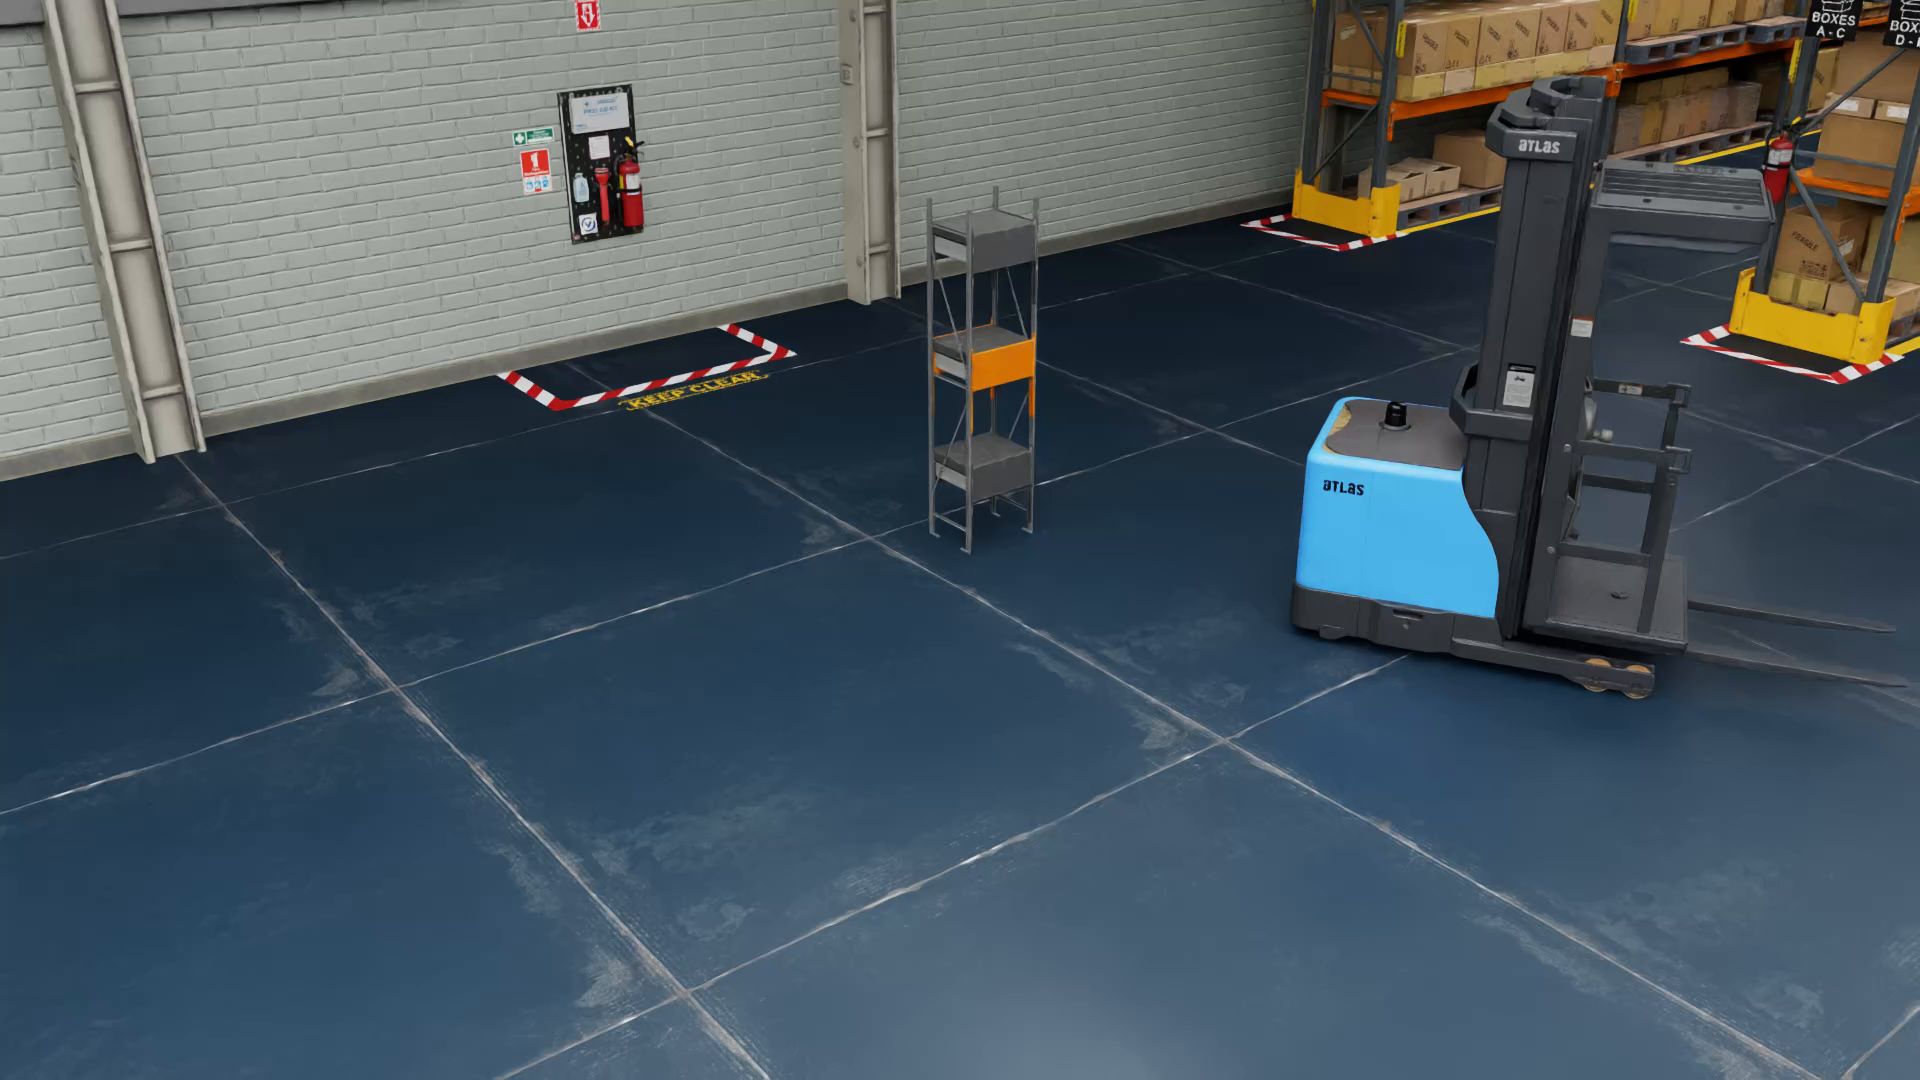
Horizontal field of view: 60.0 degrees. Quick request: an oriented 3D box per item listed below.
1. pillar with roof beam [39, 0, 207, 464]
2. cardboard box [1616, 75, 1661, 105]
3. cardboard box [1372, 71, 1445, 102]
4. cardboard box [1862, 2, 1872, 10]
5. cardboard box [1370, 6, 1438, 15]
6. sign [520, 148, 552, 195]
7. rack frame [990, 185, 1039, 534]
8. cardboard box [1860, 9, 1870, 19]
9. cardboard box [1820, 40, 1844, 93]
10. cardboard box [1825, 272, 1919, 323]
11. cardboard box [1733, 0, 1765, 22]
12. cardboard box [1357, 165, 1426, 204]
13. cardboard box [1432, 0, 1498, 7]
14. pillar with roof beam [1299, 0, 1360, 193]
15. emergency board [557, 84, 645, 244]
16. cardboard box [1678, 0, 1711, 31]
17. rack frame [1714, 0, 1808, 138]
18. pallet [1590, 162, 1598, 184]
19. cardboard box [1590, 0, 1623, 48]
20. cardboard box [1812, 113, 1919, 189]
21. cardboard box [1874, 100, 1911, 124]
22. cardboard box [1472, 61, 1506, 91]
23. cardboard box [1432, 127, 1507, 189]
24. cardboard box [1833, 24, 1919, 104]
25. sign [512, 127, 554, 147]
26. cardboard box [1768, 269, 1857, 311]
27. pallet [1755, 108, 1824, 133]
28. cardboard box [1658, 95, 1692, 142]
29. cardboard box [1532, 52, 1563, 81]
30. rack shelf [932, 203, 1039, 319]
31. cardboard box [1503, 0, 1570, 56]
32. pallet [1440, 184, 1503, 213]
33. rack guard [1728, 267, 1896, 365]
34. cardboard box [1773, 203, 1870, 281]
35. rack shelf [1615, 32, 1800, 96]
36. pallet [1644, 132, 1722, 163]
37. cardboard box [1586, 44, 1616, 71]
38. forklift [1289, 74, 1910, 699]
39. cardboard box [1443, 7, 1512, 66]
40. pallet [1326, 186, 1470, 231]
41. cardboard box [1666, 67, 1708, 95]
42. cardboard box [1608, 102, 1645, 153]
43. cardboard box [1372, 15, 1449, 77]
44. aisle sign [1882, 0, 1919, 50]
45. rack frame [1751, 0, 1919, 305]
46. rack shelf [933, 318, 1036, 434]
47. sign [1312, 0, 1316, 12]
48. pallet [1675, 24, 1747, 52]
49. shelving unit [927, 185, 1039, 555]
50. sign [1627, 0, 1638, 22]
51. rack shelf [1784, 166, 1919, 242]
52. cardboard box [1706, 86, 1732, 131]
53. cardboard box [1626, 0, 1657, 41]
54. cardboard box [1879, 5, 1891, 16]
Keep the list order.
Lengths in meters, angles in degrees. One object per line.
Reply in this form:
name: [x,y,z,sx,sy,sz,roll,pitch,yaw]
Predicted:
pillar with roof beam: [-2.839,-3.277,6.622,0.400,9.000,9.100,-18,31,-34]
cardboard box: [7.991,-5.388,19.853,0.500,0.250,0.500,-19,31,-35]
cardboard box: [4.510,-4.594,16.739,0.500,0.250,0.500,-19,31,-35]
cardboard box: [11.575,-7.201,21.708,0.500,0.500,0.500,-18,31,-34]
cardboard box: [4.572,-5.233,17.225,0.500,0.500,0.500,-18,30,-33]
sign: [-3.241,-2.818,12.717,0.234,0.329,0.001,-18,31,-34]
rack frame: [0.322,-1.059,10.037,0.015,2.100,0.400,-18,31,-34]
cardboard box: [11.828,-7.015,22.077,0.250,0.149,0.380,-18,30,-34]
cardboard box: [11.578,-6.297,22.311,0.750,0.750,0.750,-18,31,-34]
cardboard box: [7.549,-2.000,13.763,0.500,0.250,0.500,-18,31,-34]
cardboard box: [9.439,-6.674,20.427,0.500,0.500,0.700,-22,33,-39]
cardboard box: [4.530,-3.761,17.462,0.500,0.311,0.500,-23,33,-40]
cardboard box: [5.373,-5.499,17.799,0.500,0.500,0.500,-18,30,-33]
pillar with roof beam: [6.604,-6.394,13.339,0.400,9.000,9.100,-18,31,-34]
emergency board: [-2.742,-2.911,12.960,0.643,1.169,0.194,-18,31,-34]
cardboard box: [8.442,-6.360,19.749,0.500,0.500,0.700,-14,28,-27]
rack frame: [10.226,-6.709,21.143,0.127,3.000,1.000,-18,31,-34]
pallet: [6.571,-4.219,19.090,1.213,0.211,1.003,-18,31,-34]
cardboard box: [6.897,-5.726,18.288,0.500,0.500,0.500,-18,31,-34]
cardboard box: [7.365,-3.153,13.362,0.500,0.500,0.700,-18,31,-34]
cardboard box: [7.432,-3.361,13.040,0.250,0.149,0.380,-19,31,-34]
cardboard box: [5.314,-4.864,17.321,0.500,0.250,0.500,-19,31,-35]
cardboard box: [5.587,-4.169,18.116,0.500,0.500,0.700,-21,32,-37]
cardboard box: [7.407,-3.756,13.119,0.500,0.500,0.700,-18,30,-34]
sign: [-3.232,-3.057,12.601,0.331,0.109,0.001,-18,31,-34]
cardboard box: [7.230,-2.171,14.133,0.500,0.250,0.500,-18,31,-34]
pallet: [10.892,-5.624,22.117,1.213,0.211,1.003,-18,31,-34]
cardboard box: [8.449,-5.202,20.343,0.500,0.500,0.700,-18,30,-33]
cardboard box: [6.109,-5.125,17.884,0.500,0.250,0.500,-18,31,-34]
rack shelf: [0.130,-1.618,9.612,0.480,0.518,0.431,-18,31,-34]
cardboard box: [6.104,-5.467,17.731,0.500,0.500,0.500,-19,31,-35]
pallet: [5.610,-3.900,18.403,1.213,0.211,1.003,-18,31,-34]
rack guard: [6.971,-1.851,13.644,0.348,0.500,1.175,-18,31,-34]
cardboard box: [7.228,-2.512,13.977,0.500,0.500,0.500,-18,31,-34]
rack shelf: [8.652,-5.863,20.175,4.000,0.370,1.077,-18,31,-34]
pallet: [8.650,-4.927,20.615,1.213,0.211,1.003,-18,31,-34]
cardboard box: [6.892,-5.388,18.450,0.500,0.250,0.500,-18,30,-34]
forklift: [3.381,-0.772,8.432,3.031,2.935,1.130,9,26,19]
cardboard box: [5.297,-5.194,17.142,0.500,0.500,0.500,-19,31,-36]
pallet: [4.651,-3.585,17.724,1.213,0.211,1.003,-18,31,-34]
cardboard box: [8.802,-5.648,20.413,0.500,0.250,0.500,-18,31,-34]
cardboard box: [7.647,-4.932,19.762,0.500,0.500,0.700,-17,30,-32]
cardboard box: [4.491,-4.937,16.587,0.500,0.500,0.500,-18,31,-34]
aisle sign: [7.127,-4.052,12.329,0.004,0.787,0.394,-18,31,-34]
rack frame: [6.990,-2.991,13.131,0.127,3.000,1.000,-18,31,-34]
rack shelf: [0.130,-0.983,9.906,0.480,0.518,0.431,-18,31,-34]
sign: [3.603,-5.489,16.762,0.005,0.325,0.100,-18,31,-34]
pallet: [8.693,-6.094,20.046,1.213,0.211,1.003,-18,31,-34]
shelving unit: [0.130,-0.995,9.901,0.503,2.100,0.431,-18,31,-34]
sign: [7.419,-5.885,18.339,0.005,0.325,0.100,-18,31,-34]
rack shelf: [8.564,-3.184,14.402,4.000,0.370,1.077,-18,31,-34]
cardboard box: [9.214,-5.475,20.931,0.500,0.500,0.700,-18,31,-34]
cardboard box: [7.499,-6.036,19.051,0.500,0.500,0.700,-18,30,-34]
cardboard box: [12.255,-7.146,22.359,0.250,0.149,0.380,-19,31,-35]
